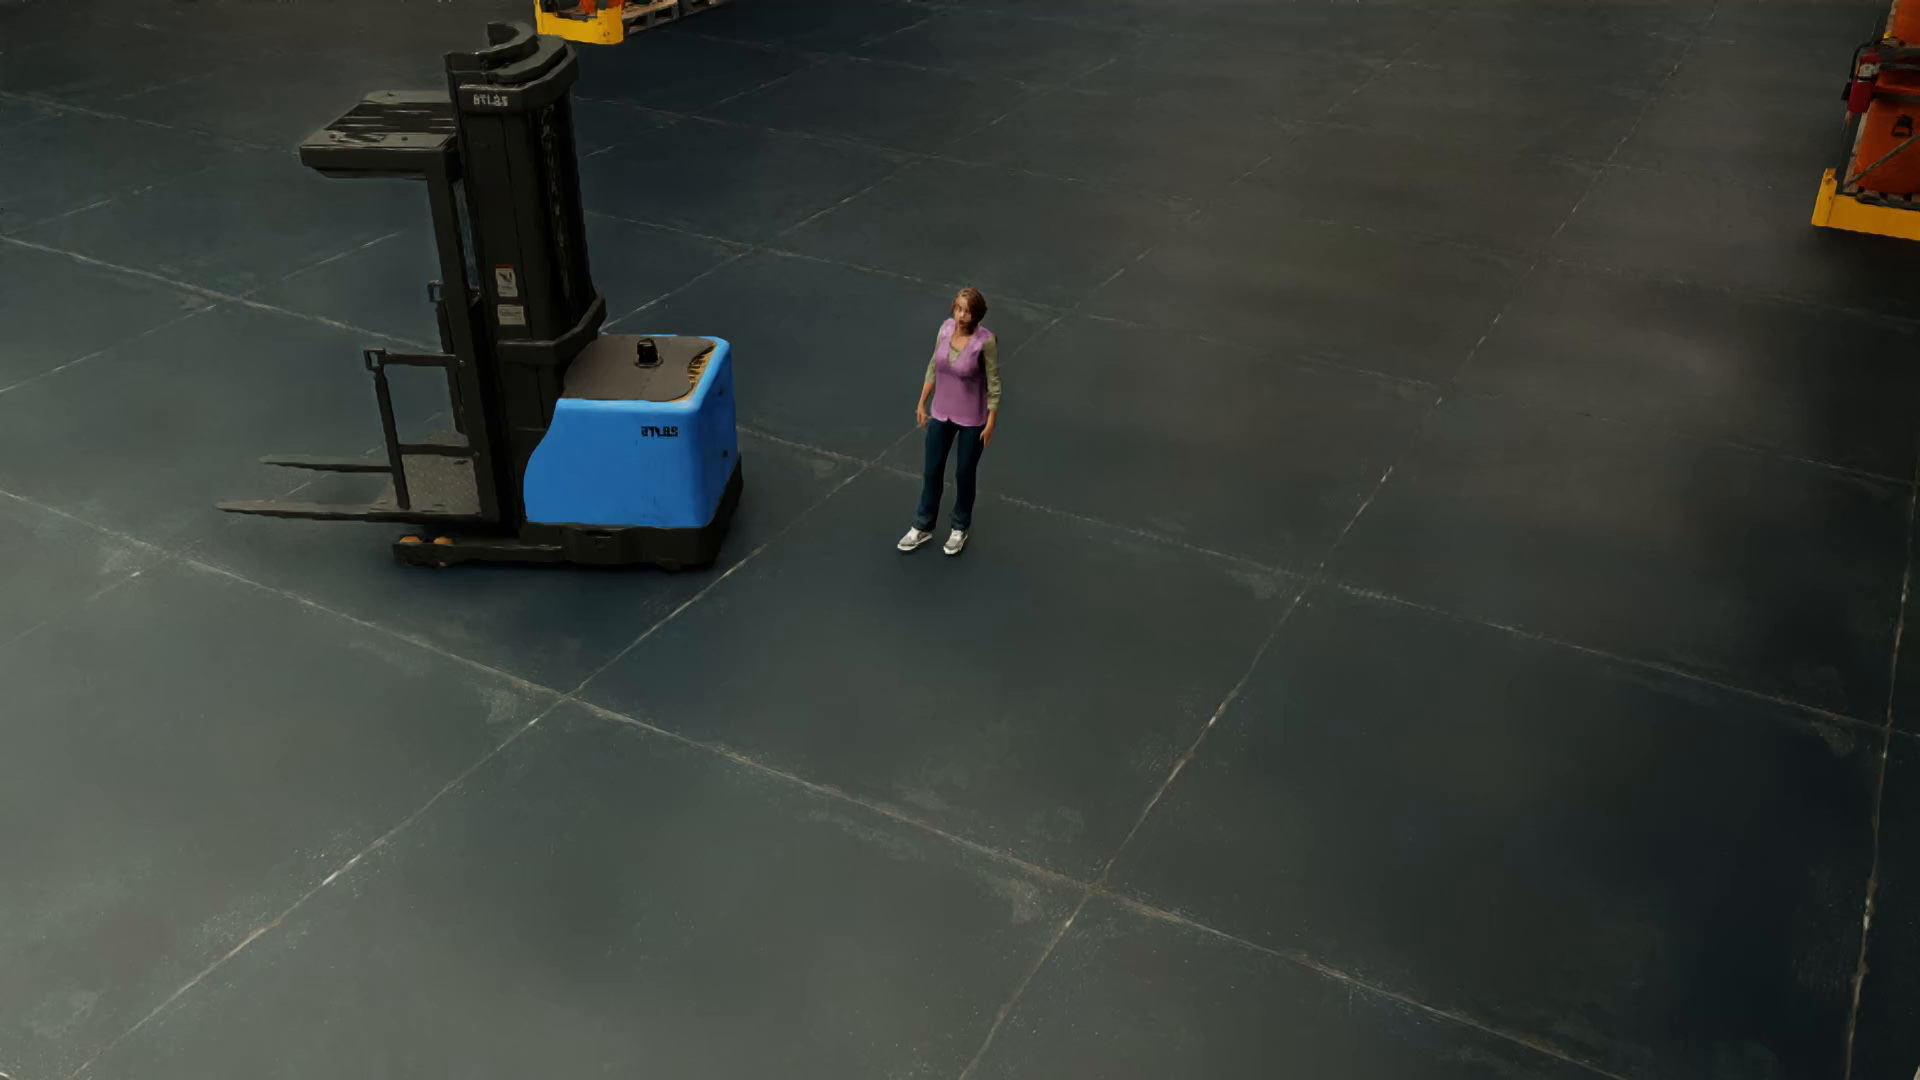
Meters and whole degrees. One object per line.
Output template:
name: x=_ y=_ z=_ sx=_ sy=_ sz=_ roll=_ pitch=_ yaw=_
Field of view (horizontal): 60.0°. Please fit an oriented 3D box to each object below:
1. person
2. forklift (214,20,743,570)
person: x=-0.048 y=-0.669 z=9.550 sx=0.520 sy=1.597 sz=0.474 roll=15 pitch=33 yaw=25
forklift: x=-2.903 y=-1.379 z=9.459 sx=3.031 sy=2.935 sz=1.130 roll=2 pitch=30 yaw=4
